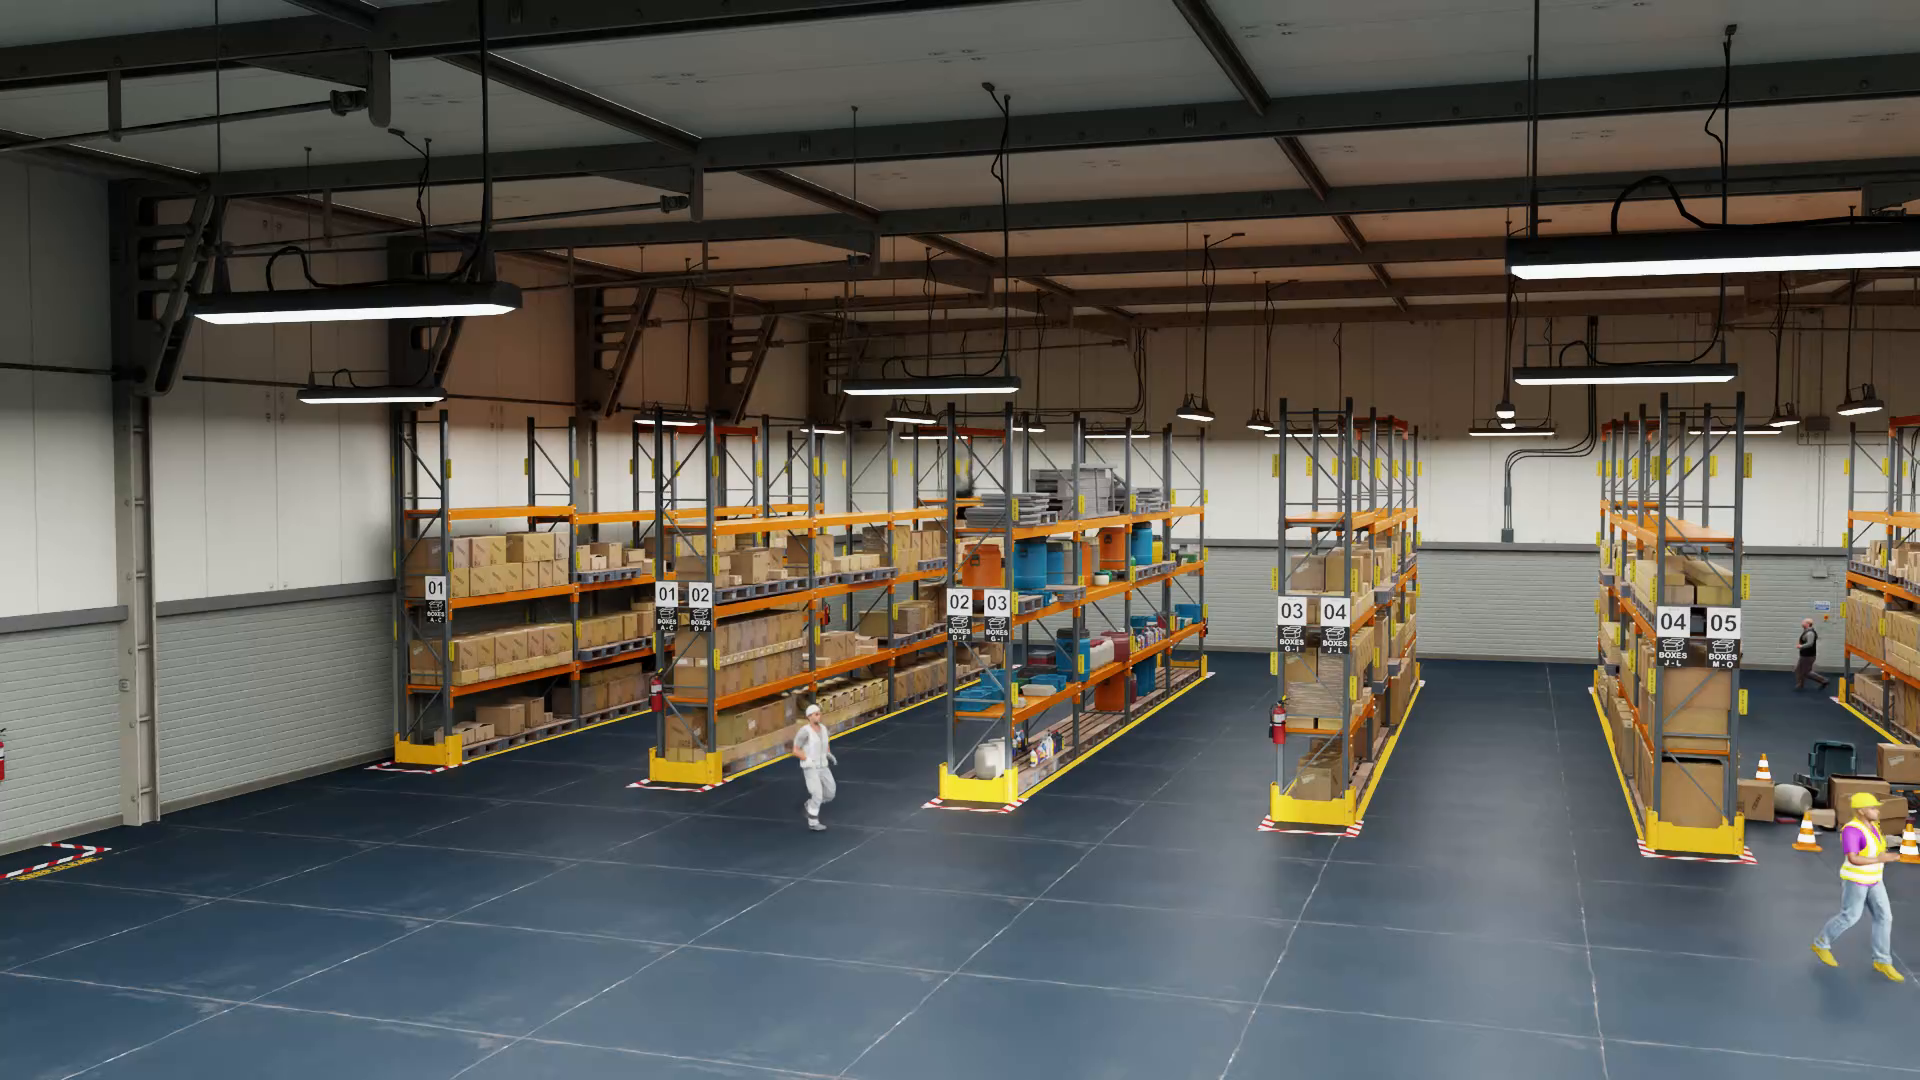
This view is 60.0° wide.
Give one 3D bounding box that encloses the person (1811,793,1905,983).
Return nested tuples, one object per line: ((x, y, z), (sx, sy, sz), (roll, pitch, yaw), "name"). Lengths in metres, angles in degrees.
((8.881, 3.398, 16.446), (0.703, 1.823, 0.833), (-2, 3, -36), "person")

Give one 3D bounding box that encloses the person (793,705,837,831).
((-2.008, 3.141, 22.982), (0.586, 1.741, 0.636), (2, 3, 44), "person")

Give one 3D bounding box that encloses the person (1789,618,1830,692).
((18.933, 2.587, 37.045), (0.825, 1.703, 0.698), (1, 3, 27), "person")

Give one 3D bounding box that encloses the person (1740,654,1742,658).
((16.145, 2.666, 35.069), (0.584, 1.659, 0.720), (0, 2, 8), "person")
